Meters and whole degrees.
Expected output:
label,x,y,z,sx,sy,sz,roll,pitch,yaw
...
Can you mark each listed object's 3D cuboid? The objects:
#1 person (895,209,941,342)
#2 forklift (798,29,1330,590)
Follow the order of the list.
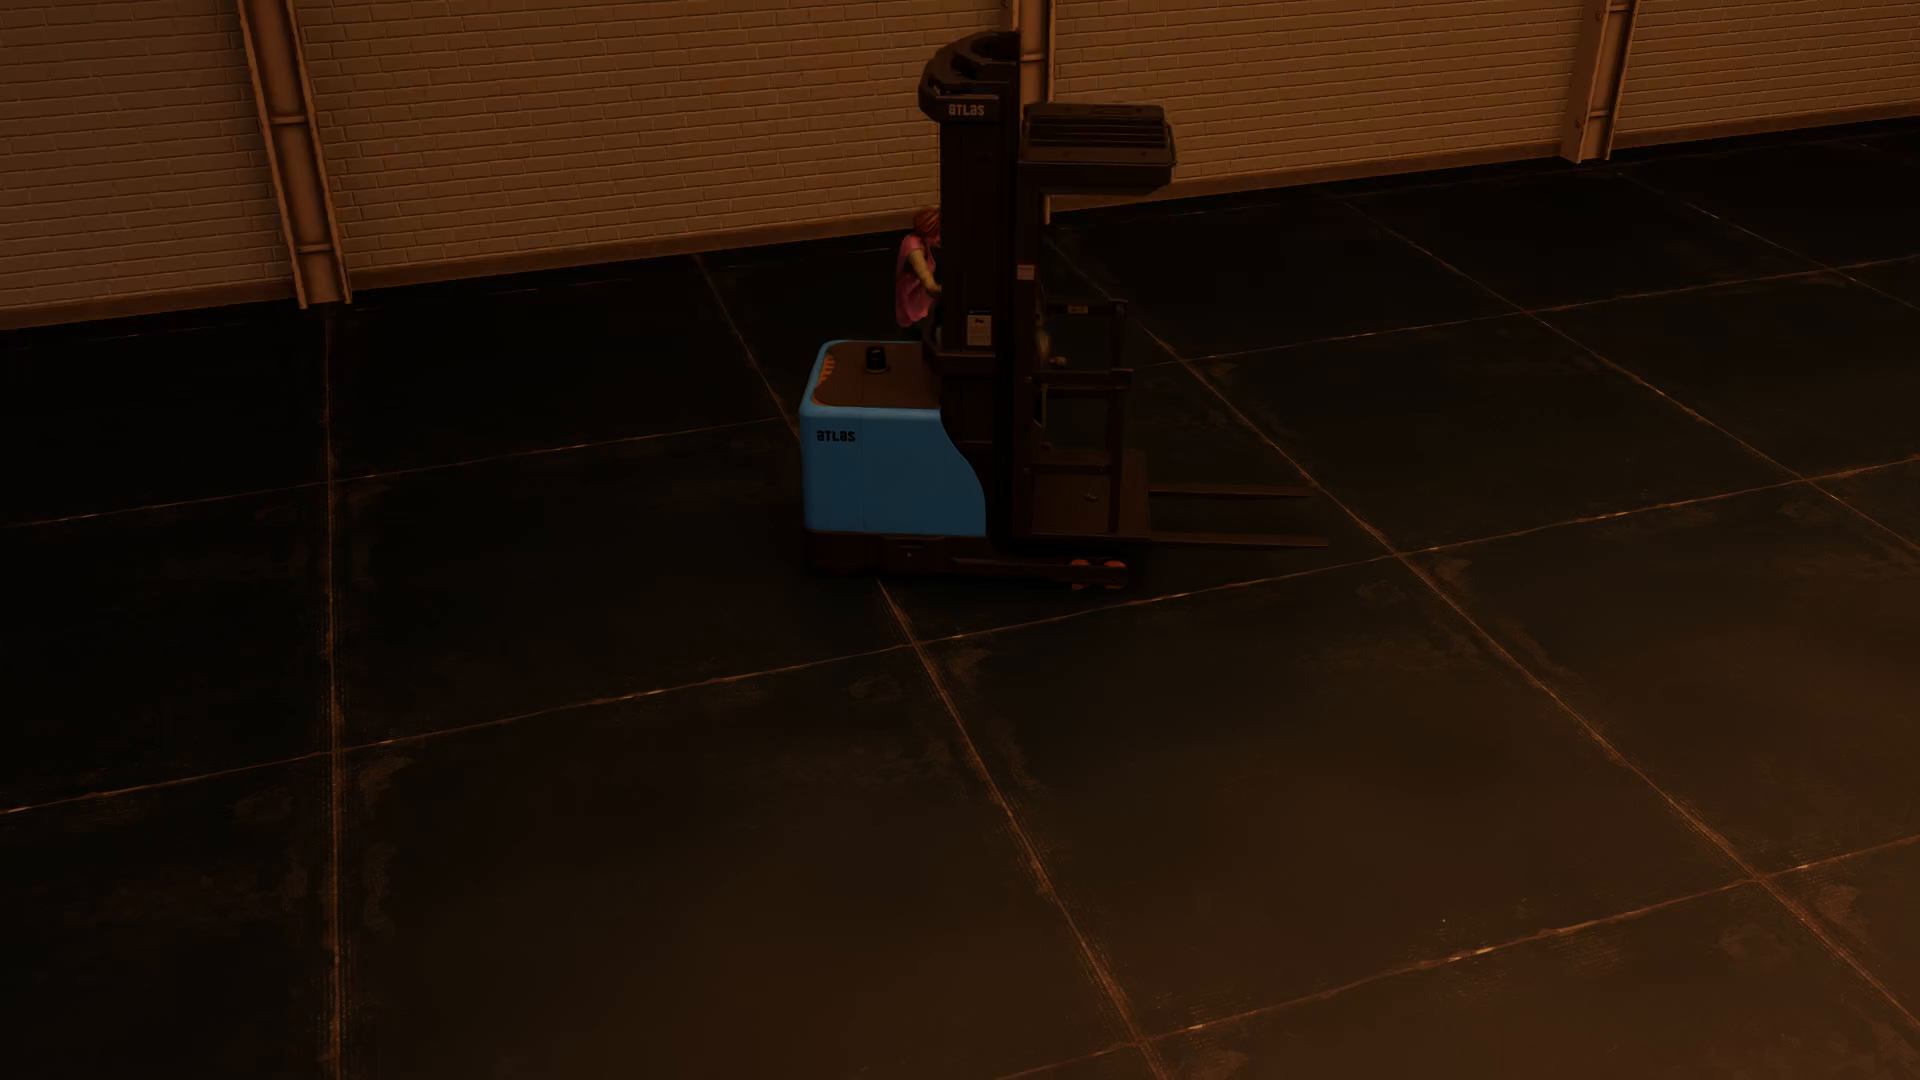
label,x,y,z,sx,sy,sz,roll,pitch,yaw
person,-0.142,-1.619,11.446,0.610,1.389,1.088,1,30,2
forklift,0.631,-1.260,9.277,3.031,2.935,1.130,2,30,3
